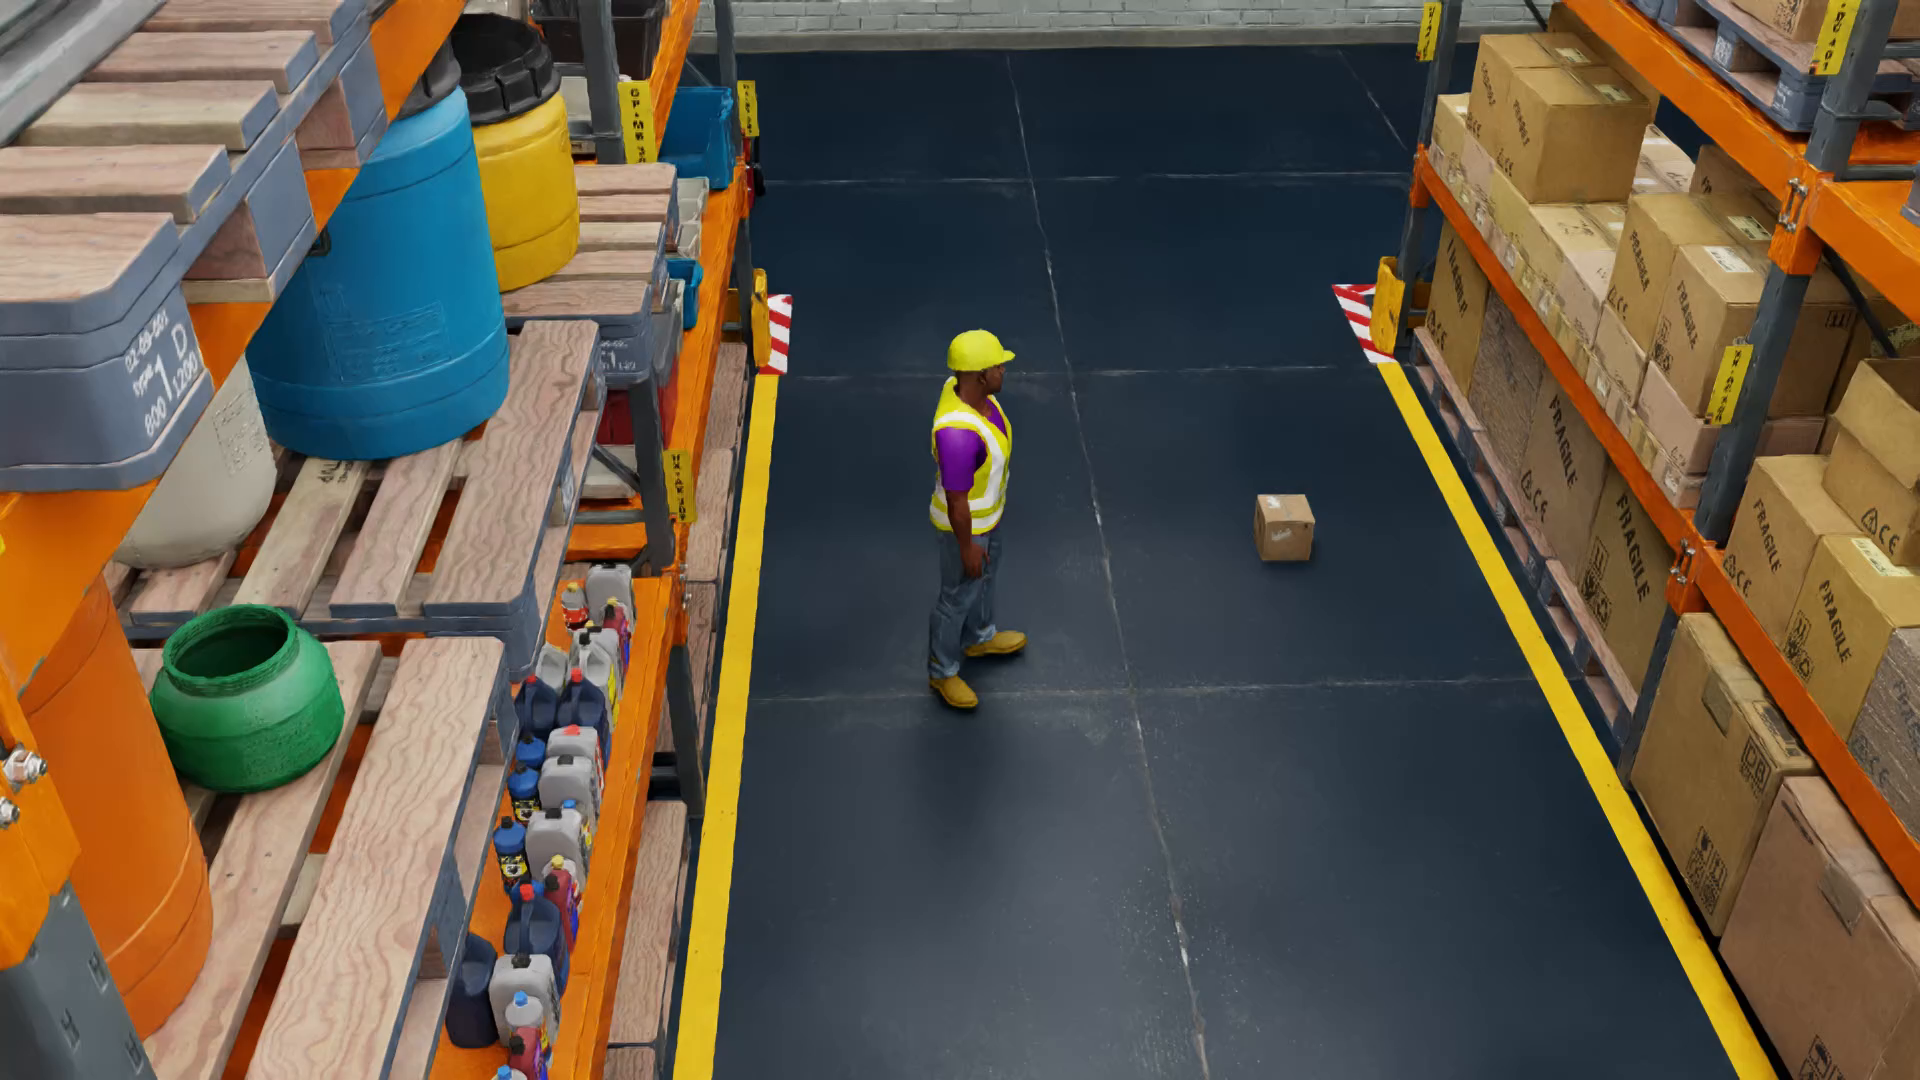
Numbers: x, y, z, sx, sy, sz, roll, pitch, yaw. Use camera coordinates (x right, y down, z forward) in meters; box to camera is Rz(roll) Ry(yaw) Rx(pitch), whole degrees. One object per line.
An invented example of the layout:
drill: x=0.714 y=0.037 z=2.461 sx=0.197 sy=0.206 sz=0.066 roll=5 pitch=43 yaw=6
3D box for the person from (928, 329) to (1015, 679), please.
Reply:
person: x=0.047 y=-0.154 z=7.295 sx=0.357 sy=1.709 sz=0.637 roll=7 pitch=36 yaw=9
